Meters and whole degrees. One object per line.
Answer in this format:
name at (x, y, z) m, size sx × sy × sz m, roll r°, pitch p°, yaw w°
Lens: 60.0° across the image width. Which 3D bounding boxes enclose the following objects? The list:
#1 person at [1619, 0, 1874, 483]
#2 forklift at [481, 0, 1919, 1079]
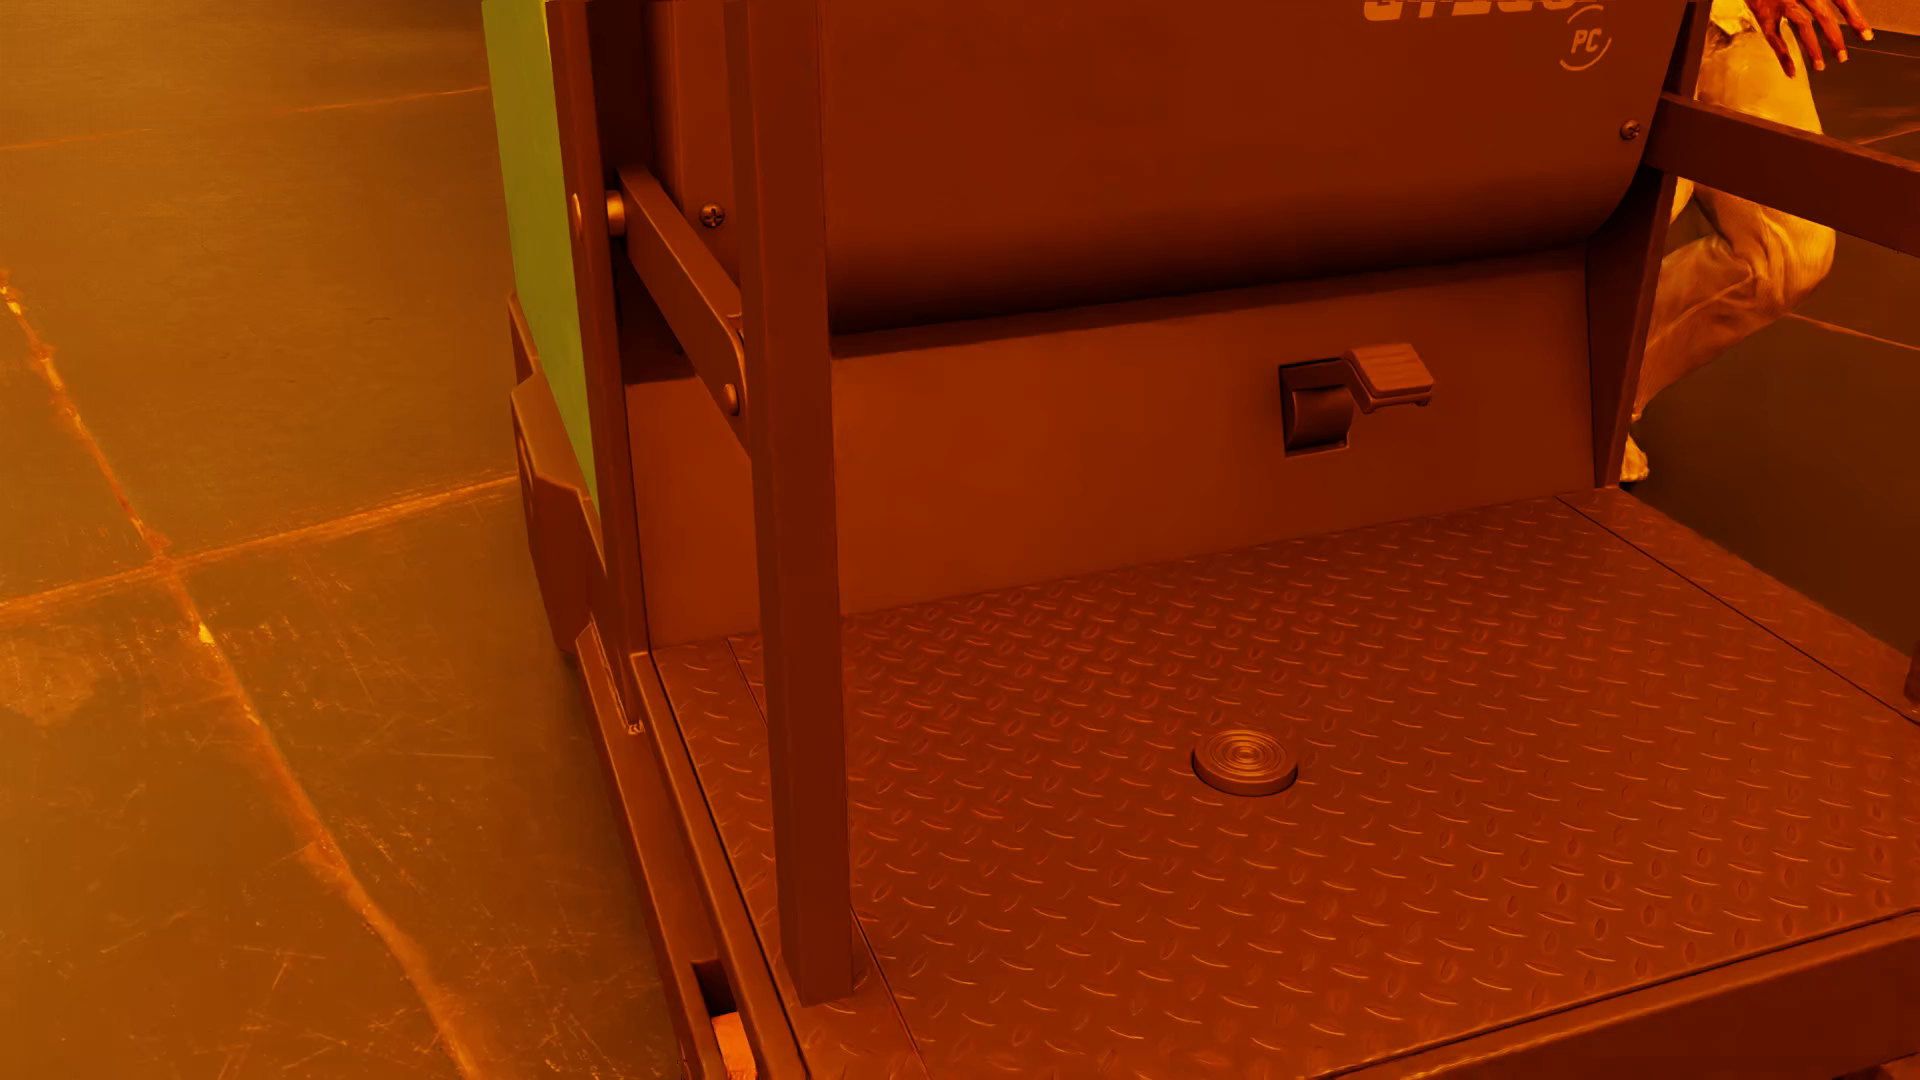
person at (1.125, -0.727, 2.284) m, size 1.458 × 1.492 × 0.861 m, roll -14°, pitch 30°, yaw -25°
forklift at (0.279, -0.882, 0.989) m, size 1.130 × 2.935 × 3.031 m, roll -9°, pitch 28°, yaw -18°
